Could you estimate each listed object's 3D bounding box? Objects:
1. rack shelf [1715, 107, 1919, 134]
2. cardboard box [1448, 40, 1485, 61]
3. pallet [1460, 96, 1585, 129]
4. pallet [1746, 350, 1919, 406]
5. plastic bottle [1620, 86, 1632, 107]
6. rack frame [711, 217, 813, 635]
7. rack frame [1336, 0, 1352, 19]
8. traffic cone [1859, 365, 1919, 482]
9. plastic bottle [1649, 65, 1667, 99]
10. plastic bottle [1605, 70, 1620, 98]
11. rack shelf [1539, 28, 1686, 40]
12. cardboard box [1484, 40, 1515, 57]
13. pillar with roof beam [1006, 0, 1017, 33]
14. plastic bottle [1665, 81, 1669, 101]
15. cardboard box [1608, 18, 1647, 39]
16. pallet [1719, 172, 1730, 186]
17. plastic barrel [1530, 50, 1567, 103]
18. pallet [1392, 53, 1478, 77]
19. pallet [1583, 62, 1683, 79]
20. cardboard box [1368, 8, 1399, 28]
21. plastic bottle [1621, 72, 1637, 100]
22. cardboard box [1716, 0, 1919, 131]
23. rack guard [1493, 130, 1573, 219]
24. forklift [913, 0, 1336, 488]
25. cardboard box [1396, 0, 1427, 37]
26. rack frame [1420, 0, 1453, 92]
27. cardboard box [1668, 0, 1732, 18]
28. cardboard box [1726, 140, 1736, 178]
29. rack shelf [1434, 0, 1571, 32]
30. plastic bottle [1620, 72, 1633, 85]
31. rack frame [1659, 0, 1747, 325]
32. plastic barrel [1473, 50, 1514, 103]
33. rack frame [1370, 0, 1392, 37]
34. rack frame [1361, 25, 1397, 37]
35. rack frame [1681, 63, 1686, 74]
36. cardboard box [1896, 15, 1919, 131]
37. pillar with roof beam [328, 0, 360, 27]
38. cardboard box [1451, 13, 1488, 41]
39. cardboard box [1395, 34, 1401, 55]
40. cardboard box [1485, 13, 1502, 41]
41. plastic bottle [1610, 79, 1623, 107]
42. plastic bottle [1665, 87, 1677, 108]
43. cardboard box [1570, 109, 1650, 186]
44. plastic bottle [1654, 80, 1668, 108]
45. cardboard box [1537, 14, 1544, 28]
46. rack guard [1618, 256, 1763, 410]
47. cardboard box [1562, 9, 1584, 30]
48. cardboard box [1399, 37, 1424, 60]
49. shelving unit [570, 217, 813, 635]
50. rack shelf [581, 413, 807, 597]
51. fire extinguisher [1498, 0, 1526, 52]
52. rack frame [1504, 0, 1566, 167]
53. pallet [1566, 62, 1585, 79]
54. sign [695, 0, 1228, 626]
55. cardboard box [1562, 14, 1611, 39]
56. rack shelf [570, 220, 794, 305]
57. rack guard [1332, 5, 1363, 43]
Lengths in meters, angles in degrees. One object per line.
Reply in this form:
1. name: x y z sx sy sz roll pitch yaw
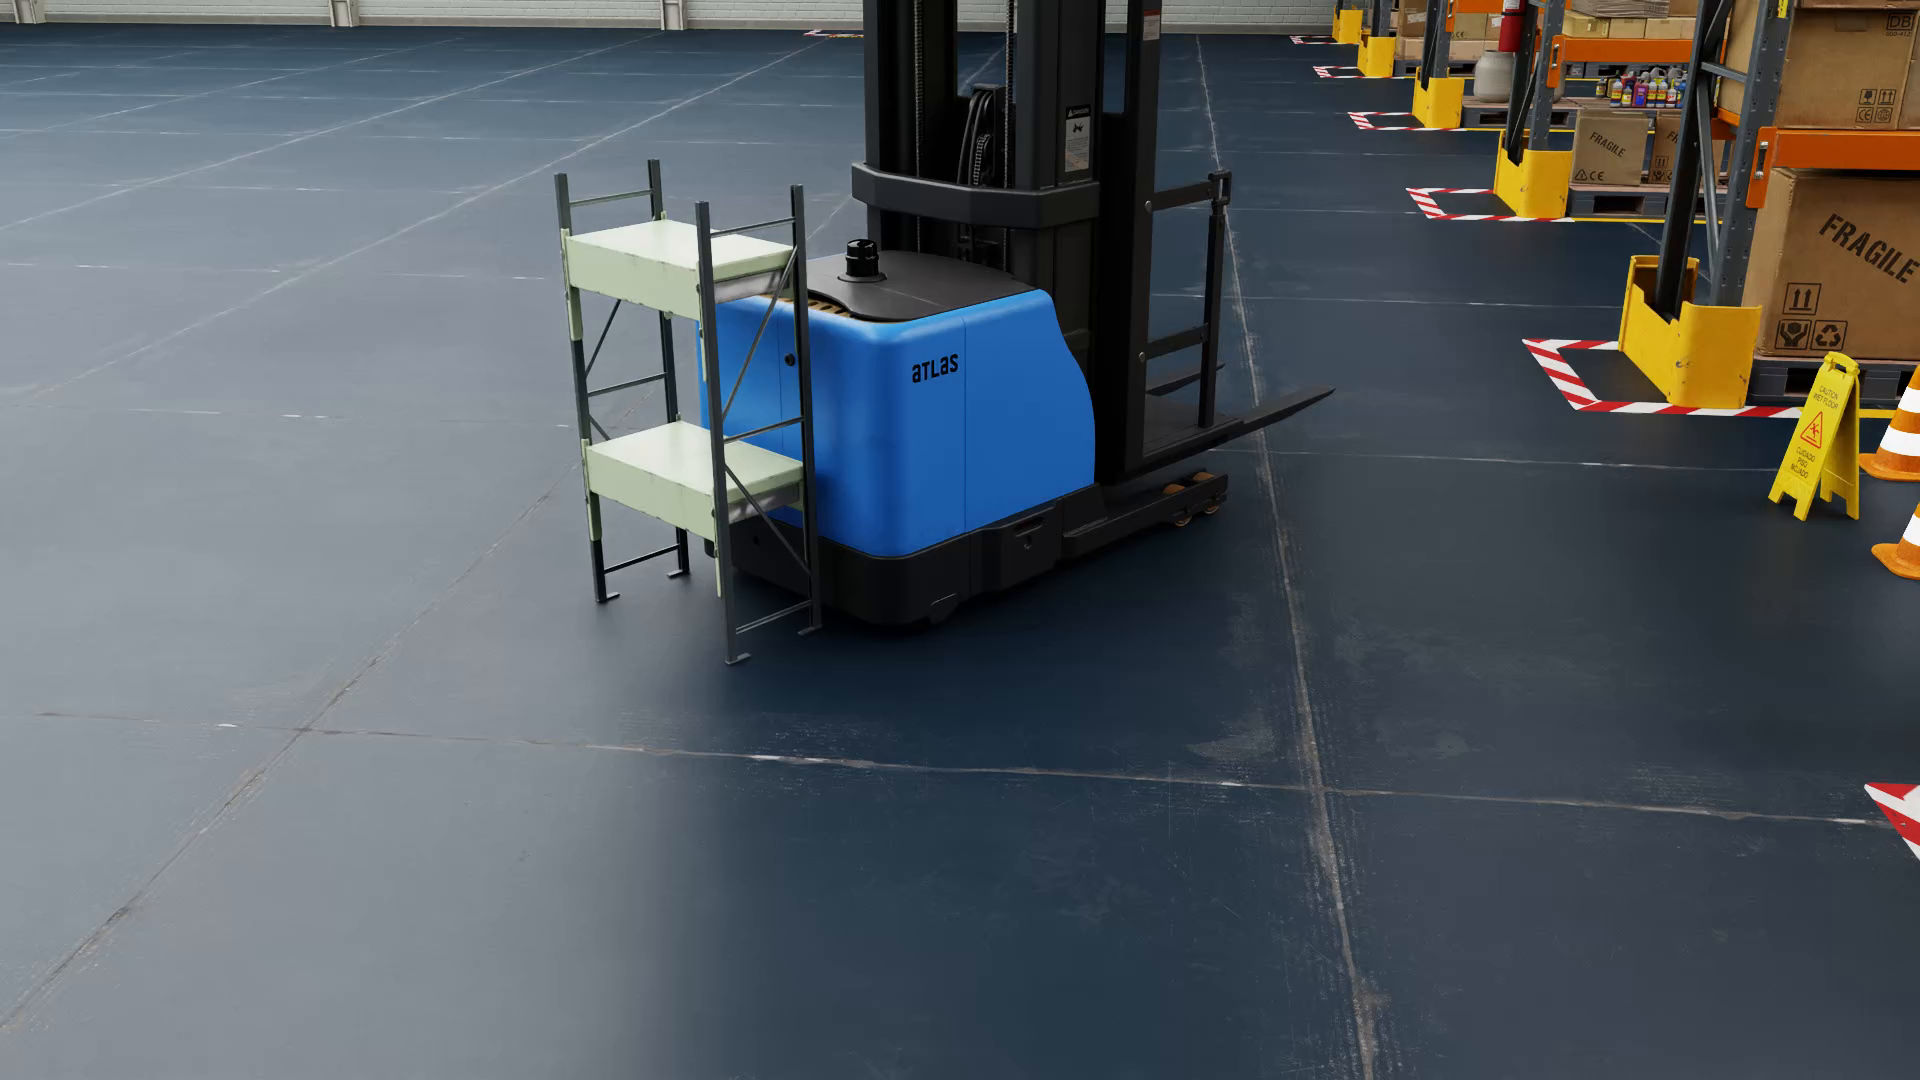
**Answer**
1. rack shelf: 5.713 -1.946 7.897 3.809 0.052 0.919 2 22 6
2. cardboard box: 6.584 -6.458 21.863 0.500 0.250 0.500 2 22 6
3. pallet: 5.881 -4.537 17.630 1.213 0.211 1.003 2 22 6
4. pallet: 4.531 -0.940 8.530 1.213 0.211 1.003 2 22 6
5. plastic bottle: 6.861 -4.564 17.112 0.097 0.201 0.097 0 22 0
6. rack frame: -0.624 -0.344 5.263 0.010 1.308 0.380 20 29 40
7. rack frame: 5.579 -8.976 21.245 0.127 5.808 10.885 2 22 6
8. traffic cone: 4.088 -0.521 7.129 0.334 0.463 0.336 2 22 6
9. plastic bottle: 7.419 -4.878 17.703 0.185 0.351 0.144 3 22 9
10. plastic bottle: 6.988 -4.881 17.802 0.133 0.283 0.061 3 22 8
11. rack shelf: 6.397 -3.752 12.466 3.809 0.052 0.919 2 22 6
12. cardboard box: 7.081 -6.436 21.808 0.500 0.250 0.500 2 22 6
13. pillar with roof beam: 0.492 -11.238 22.625 0.400 9.000 9.100 2 22 6
14. plastic bottle: 7.449 -4.763 17.615 0.097 0.201 0.097 0 22 0
15. cardboard box: 4.912 -3.815 12.352 0.250 0.149 0.380 2 22 6
16. pallet: 6.498 -2.647 12.849 1.213 0.211 1.003 2 22 6
17. plastic barrel: 6.155 -4.874 17.500 0.421 0.512 0.421 0 22 0
18. pallet: 6.345 -6.351 22.218 1.213 0.211 1.003 2 22 6
19. pallet: 8.768 -6.246 21.951 1.213 0.211 1.003 2 22 6
20. cardboard box: 6.837 -8.366 26.580 0.500 0.311 0.500 0 22 0
21. plastic bottle: 7.105 -4.820 17.647 0.133 0.283 0.061 2 22 6
22. cardboard box: 4.101 -2.313 8.006 0.550 0.550 0.875 2 22 6
23. rack guard: 4.487 -2.883 13.053 0.348 0.500 1.175 2 22 6
24. forklift: 0.437 -1.530 6.324 1.121 2.935 3.031 19 29 40
25. cardboard box: 6.148 -7.017 22.256 0.500 0.500 0.500 2 22 6
26. rack frame: 4.994 -5.857 17.176 0.127 3.000 1.000 2 22 6
27. cardboard box: 5.465 -4.222 12.499 0.500 0.500 0.875 2 22 6
28. cardboard box: 6.247 -3.001 12.781 0.500 0.500 0.500 5 22 11
29. rack shelf: 6.980 -5.436 17.089 4.000 0.370 1.077 2 22 6
30. plastic bottle: 7.117 -4.855 17.747 0.135 0.276 0.152 3 22 7
31. rack frame: 3.728 -2.244 8.035 0.053 2.616 0.949 2 22 6
32. plastic barrel: 5.657 -4.895 17.555 0.421 0.512 0.421 0 22 0
33. rack frame: 5.581 -7.666 21.750 0.127 3.000 1.000 2 22 6
34. rack frame: 7.038 -8.126 26.708 1.213 0.211 1.003 2 22 6
35. rack frame: 9.553 -7.493 21.312 0.127 3.000 1.000 2 22 6
36. cardboard box: 4.650 -2.297 7.966 0.550 0.550 0.875 2 22 6
37. pillar with roof beam: -11.424 -11.757 23.939 0.400 9.000 9.100 2 22 6
38. cardboard box: 9.523 -6.671 21.382 6.424 0.500 0.536 2 22 6
39. cardboard box: 6.148 -6.667 22.392 0.500 0.250 0.500 2 22 6
40. cardboard box: 7.082 -6.789 21.680 0.500 0.500 0.500 2 22 6
41. plastic bottle: 6.758 -4.601 17.110 0.097 0.271 0.097 0 22 0
42. plastic bottle: 7.296 -4.545 17.064 0.097 0.201 0.097 0 22 0
43. cardboard box: 5.029 -3.049 12.900 0.500 0.500 0.500 7 23 16
44. plastic bottle: 7.198 -4.582 17.062 0.097 0.271 0.097 0 22 0
45. cardboard box: 7.577 -6.761 21.610 0.500 0.500 0.500 2 22 6
46. rack guard: 3.703 -1.081 8.495 0.348 0.500 1.175 2 22 6
47. cardboard box: 4.719 -3.995 12.807 0.250 0.149 0.380 2 22 6
48. cardboard box: 6.087 -6.478 21.914 0.500 0.250 0.500 2 22 6
49. shelving unit: -0.883 -0.436 5.496 0.731 1.308 0.431 20 29 40
50. rack shelf: -0.884 -0.135 5.622 0.720 0.370 0.431 20 29 40
51. fire extinguisher: 4.352 -4.186 13.054 0.183 0.674 0.296 2 22 6
52. rack frame: 4.411 -4.049 12.602 0.127 3.000 1.000 2 22 6
53. pallet: 7.553 -6.298 22.082 1.213 0.211 1.003 2 22 6
54. sign: 0.035 -1.328 5.955 2.025 2.768 2.177 2 22 6
55. cardboard box: 4.666 -3.833 12.397 0.250 0.149 0.380 2 22 6
56. rack shelf: -0.890 -0.890 5.317 0.686 0.124 0.368 20 29 40
57. rack guard: 6.236 -8.309 26.776 0.348 0.500 1.175 2 22 6
